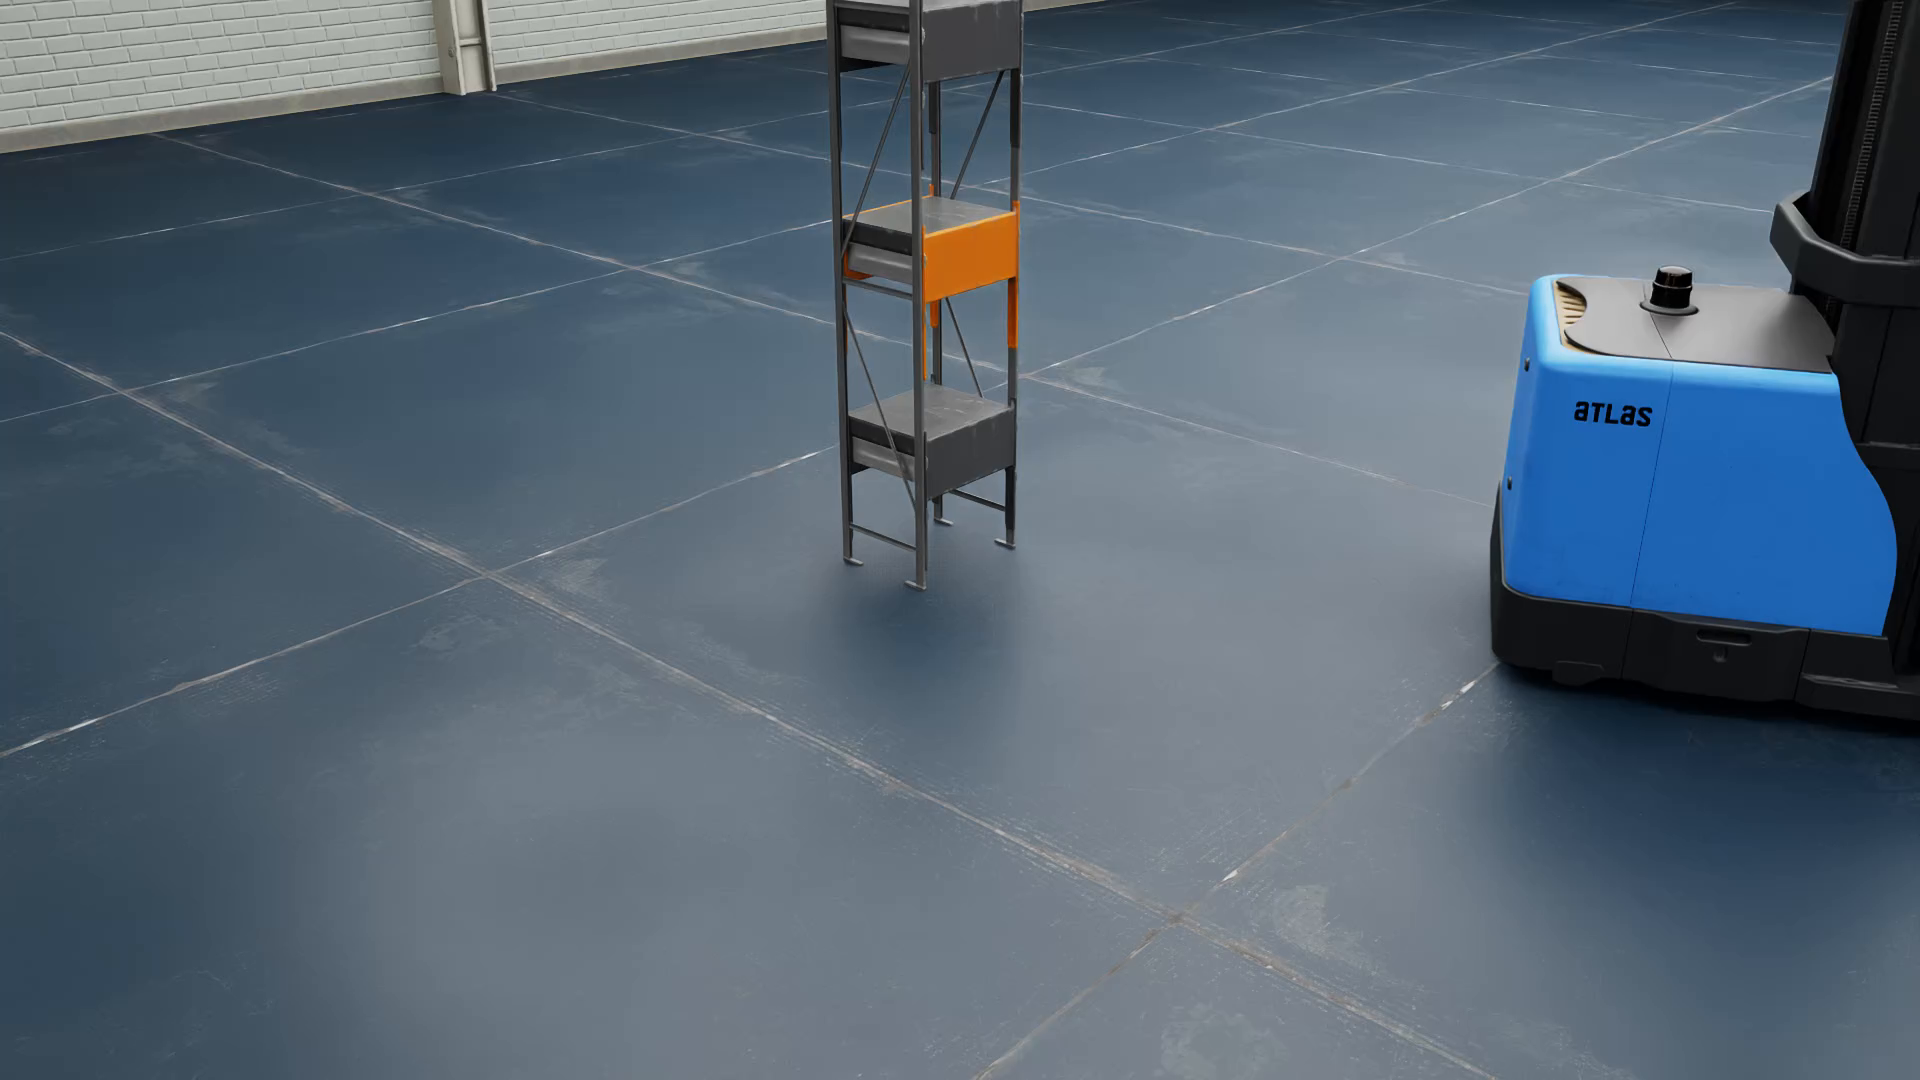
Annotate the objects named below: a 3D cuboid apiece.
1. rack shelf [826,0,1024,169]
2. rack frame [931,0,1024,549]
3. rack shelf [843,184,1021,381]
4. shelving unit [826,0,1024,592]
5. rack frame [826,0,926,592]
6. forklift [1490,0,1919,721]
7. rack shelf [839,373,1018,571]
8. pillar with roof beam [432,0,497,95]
[{"bbox_3d":[-0.110,-1.534,5.427,0.431,0.518,0.480,20,31,38],"label":"rack shelf"},{"bbox_3d":[0.052,-0.982,5.874,0.400,2.100,0.015,20,31,38],"label":"rack frame"},{"bbox_3d":[-0.110,-0.895,5.714,0.431,0.518,0.480,20,31,38],"label":"rack shelf"},{"bbox_3d":[-0.110,-0.908,5.708,0.431,2.100,0.503,20,31,38],"label":"shelving unit"},{"bbox_3d":[-0.273,-0.833,5.542,0.400,2.100,0.015,20,31,38],"label":"rack frame"},{"bbox_3d":[3.268,-0.922,4.723,3.031,2.935,1.130,7,25,14],"label":"forklift"},{"bbox_3d":[-0.110,-0.256,6.000,0.431,0.518,0.480,20,31,38],"label":"rack shelf"},{"bbox_3d":[-1.425,-7.175,11.254,9.100,9.000,0.400,20,31,38],"label":"pillar with roof beam"}]
